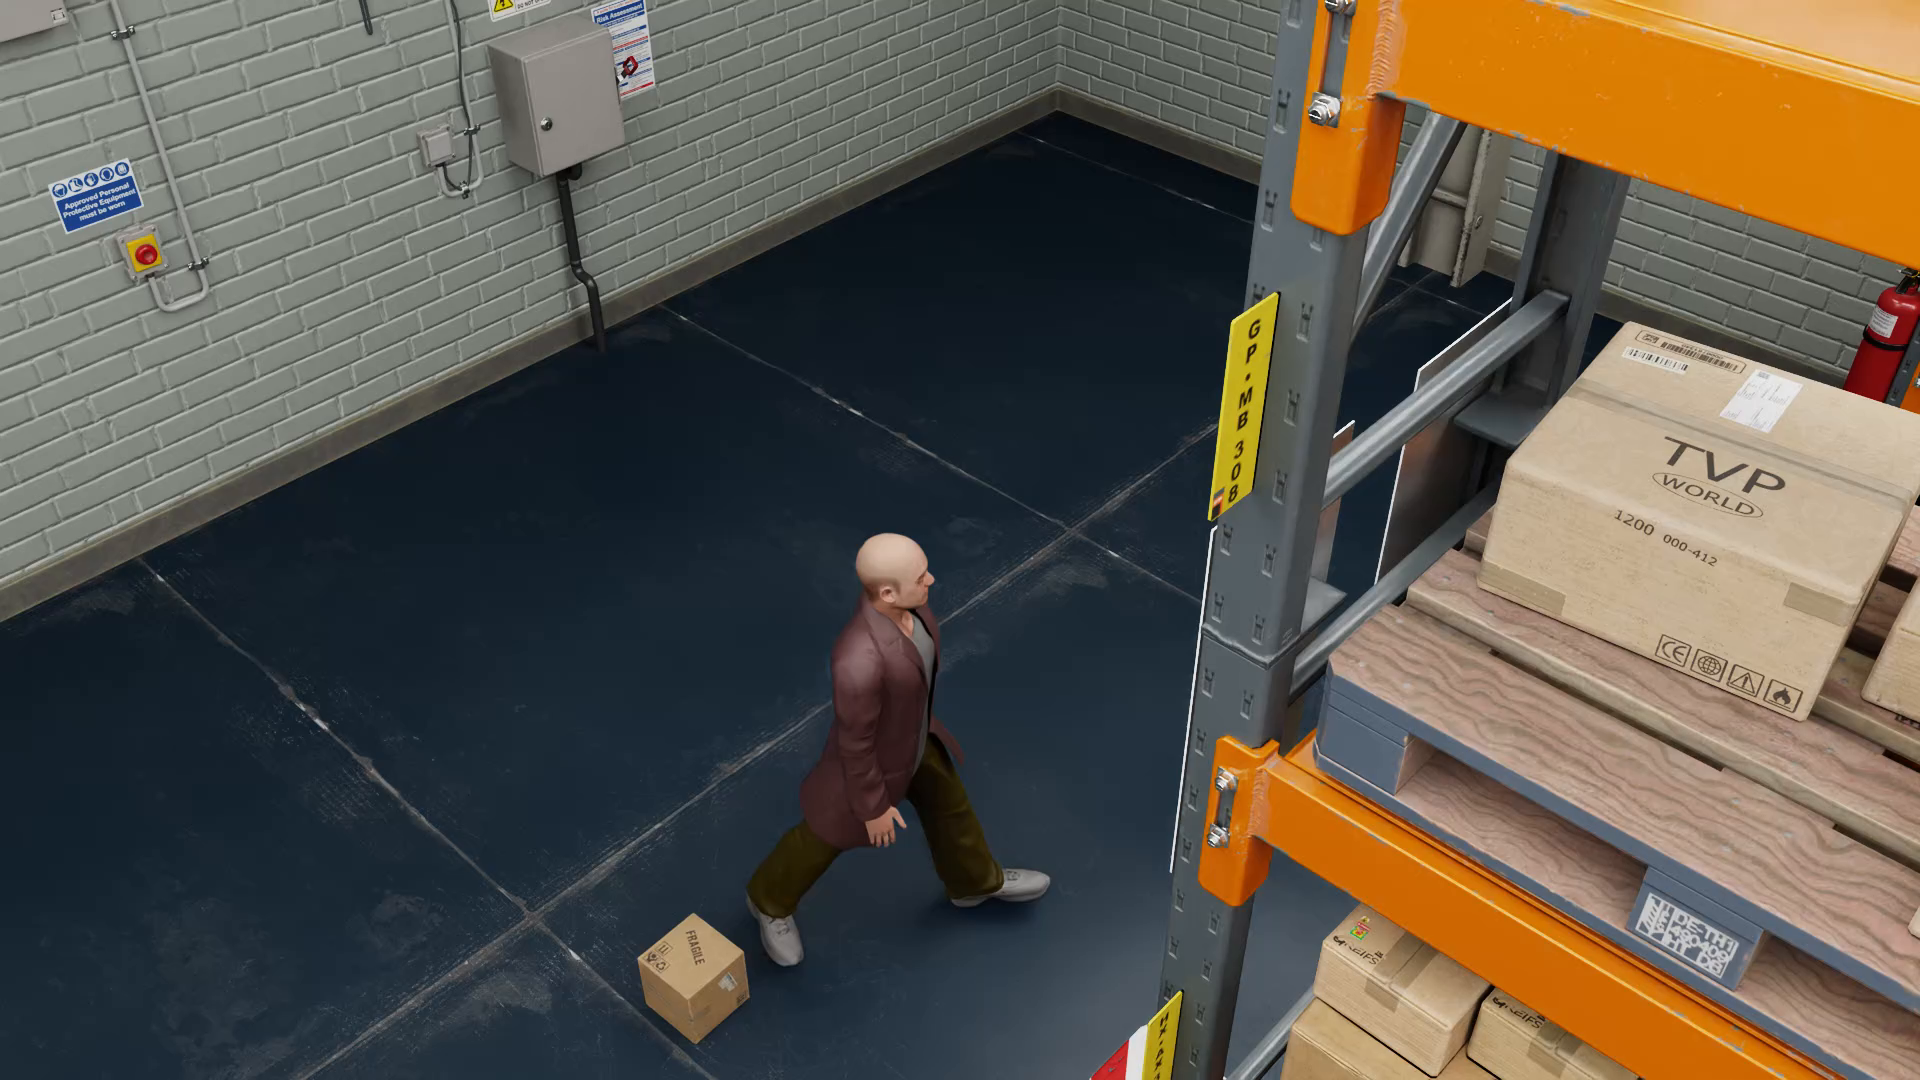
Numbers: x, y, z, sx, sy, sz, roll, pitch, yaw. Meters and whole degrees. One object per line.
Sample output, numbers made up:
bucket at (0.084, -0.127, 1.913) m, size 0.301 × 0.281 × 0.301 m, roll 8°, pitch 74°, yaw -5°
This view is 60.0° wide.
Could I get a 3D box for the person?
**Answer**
person at (-0.250, 0.738, 5.365) m, size 1.006 × 1.611 × 0.652 m, roll 13°, pitch 41°, yaw 15°
